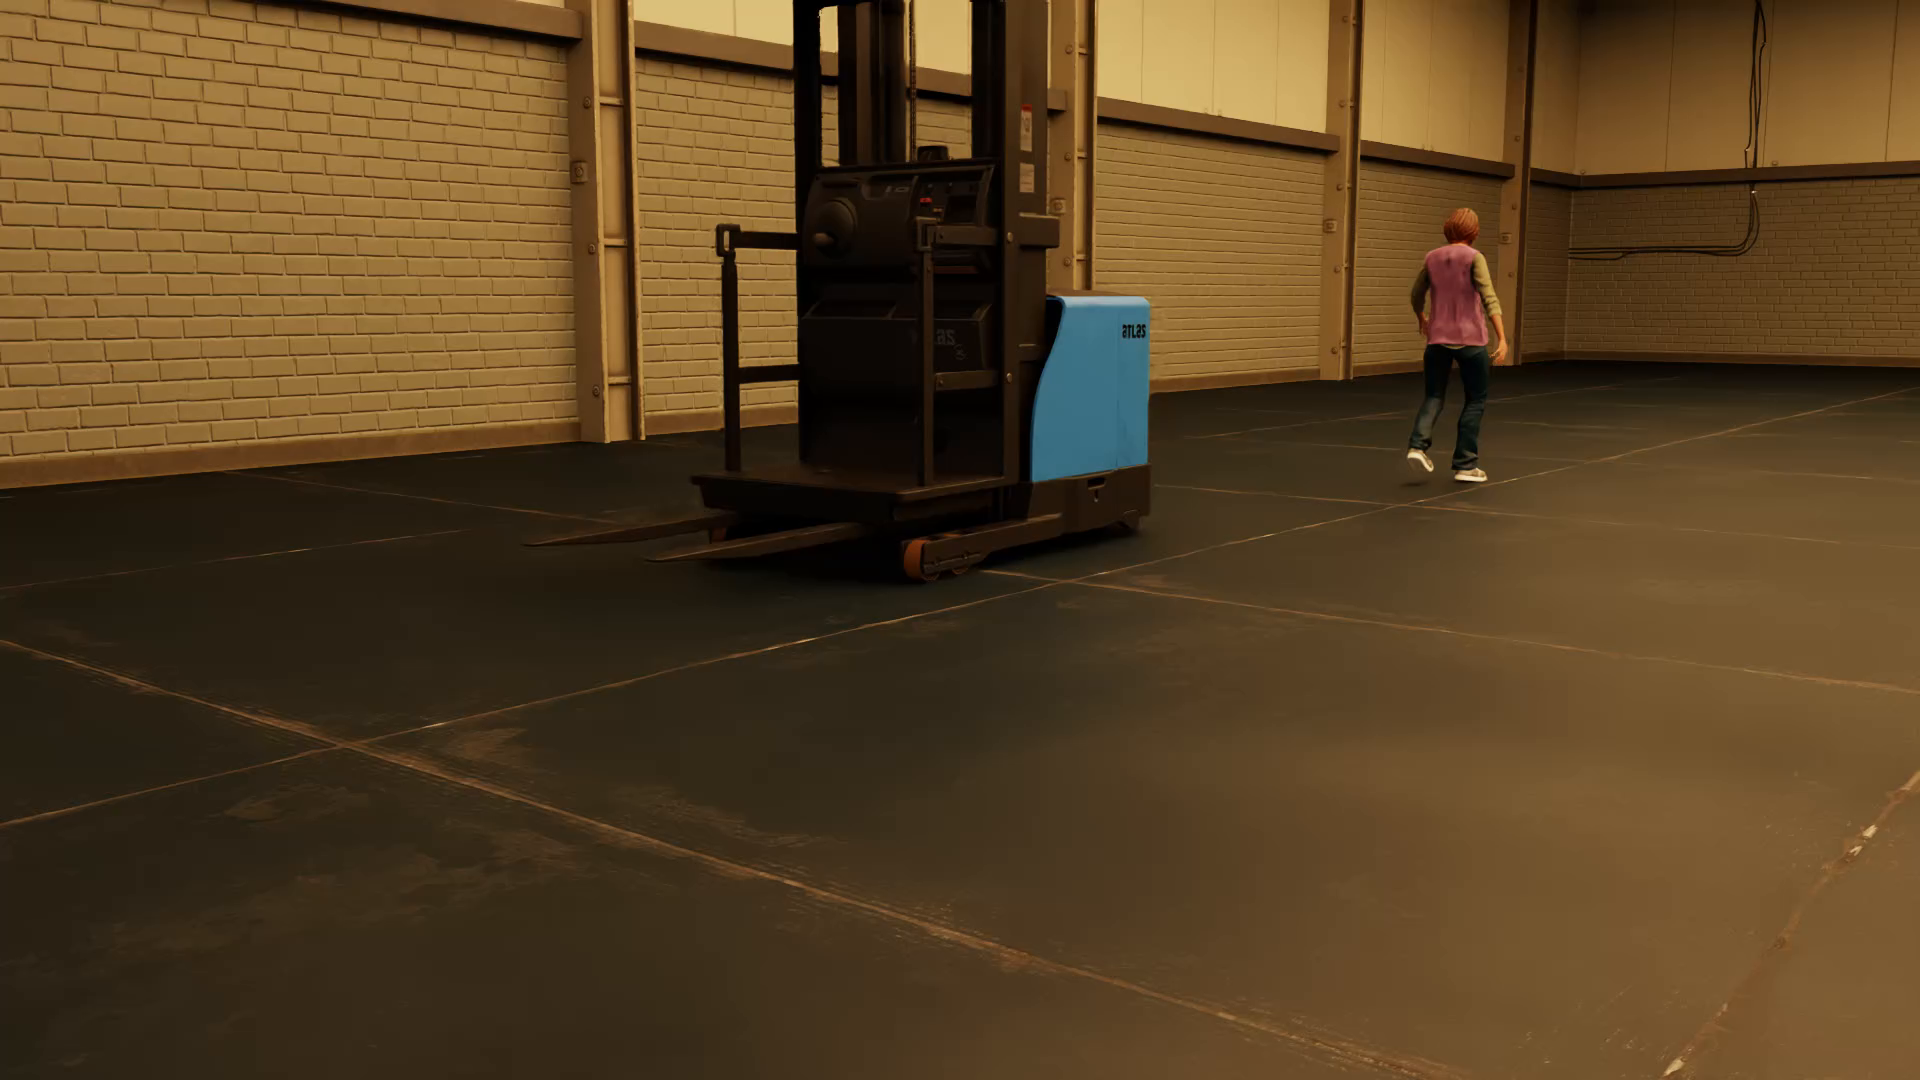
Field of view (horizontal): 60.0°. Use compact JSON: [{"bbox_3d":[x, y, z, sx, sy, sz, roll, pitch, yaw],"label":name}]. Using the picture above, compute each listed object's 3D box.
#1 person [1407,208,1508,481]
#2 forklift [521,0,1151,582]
[{"bbox_3d":[2.865,-1.114,9.593,0.715,1.579,0.622,7,11,41],"label":"person"},{"bbox_3d":[-0.381,-1.369,6.634,1.130,2.935,3.031,6,10,35],"label":"forklift"}]
